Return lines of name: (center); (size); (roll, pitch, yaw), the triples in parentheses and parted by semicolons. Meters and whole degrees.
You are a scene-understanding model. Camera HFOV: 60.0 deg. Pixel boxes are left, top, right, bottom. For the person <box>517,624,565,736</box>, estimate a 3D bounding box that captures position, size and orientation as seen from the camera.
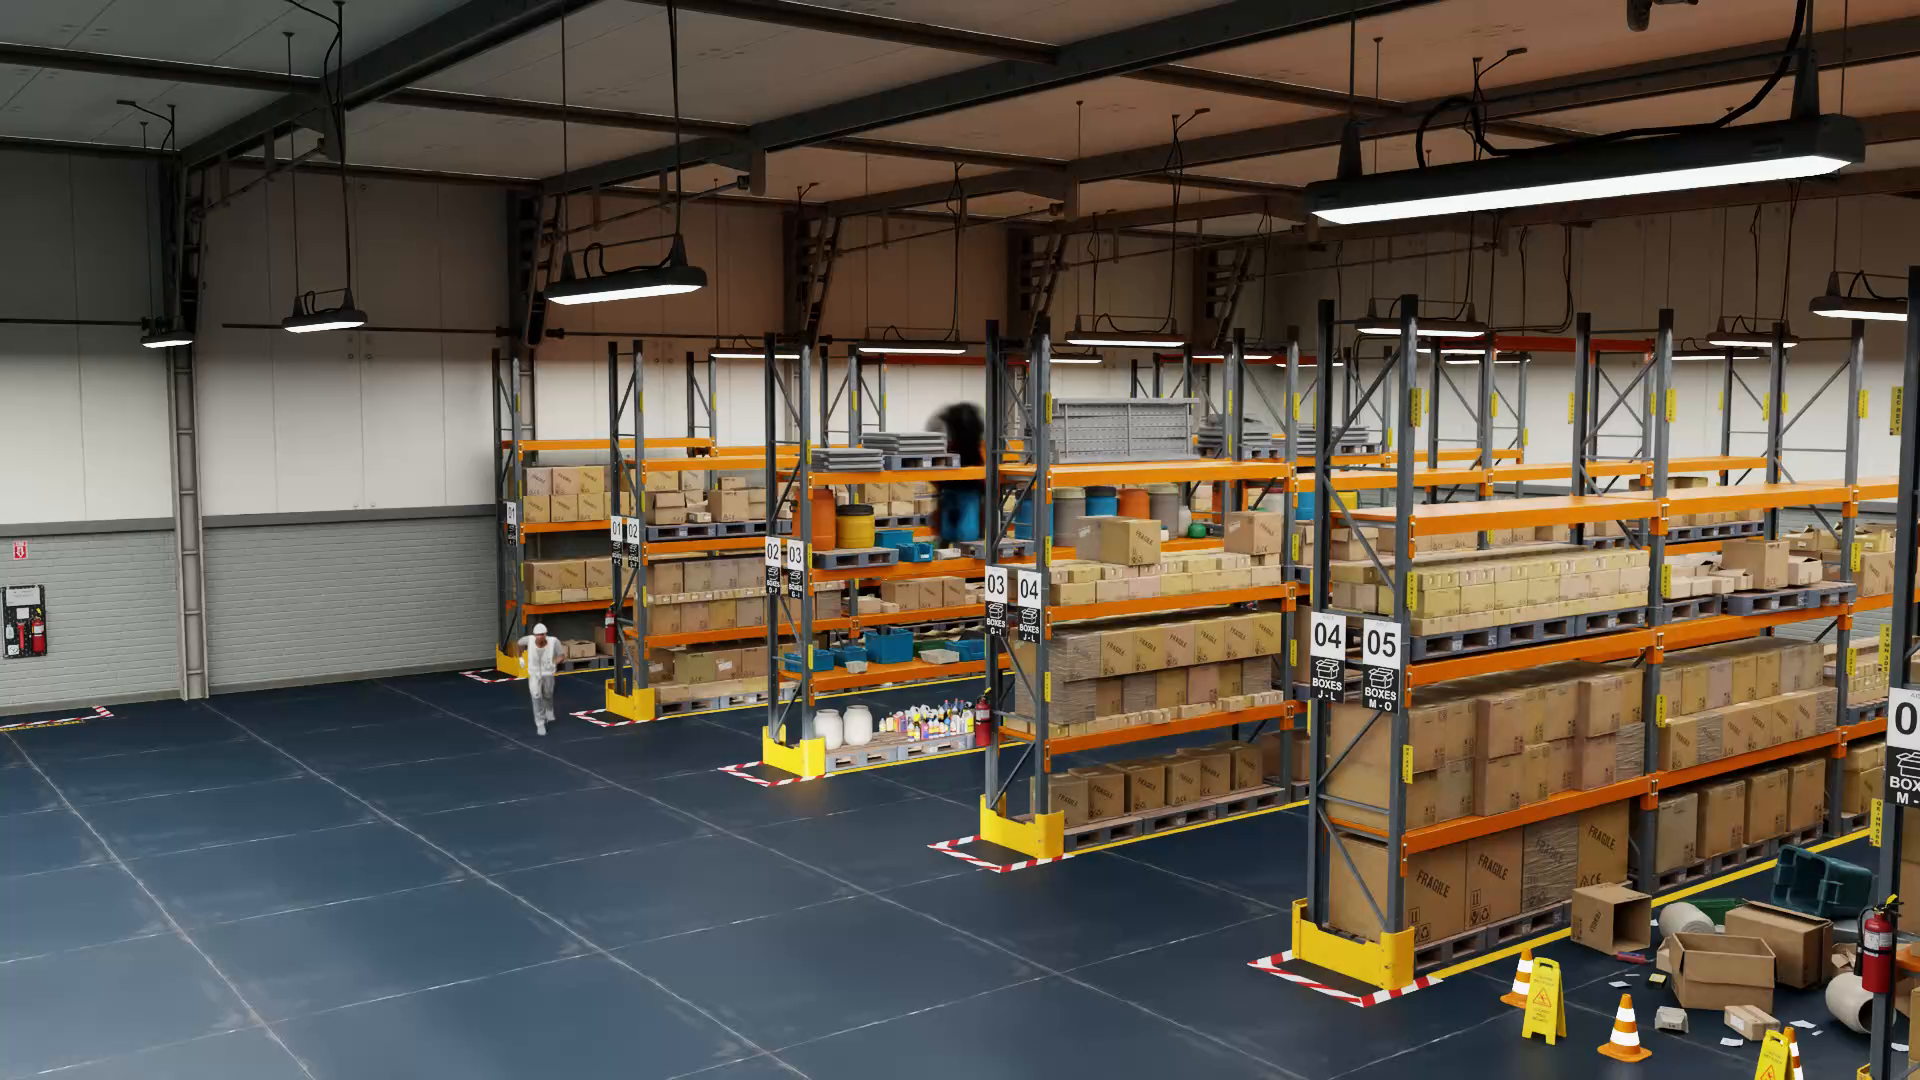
person: (-6.425, 2.099, 25.579); (0.734, 1.737, 1.019); (-1, 5, -7)
